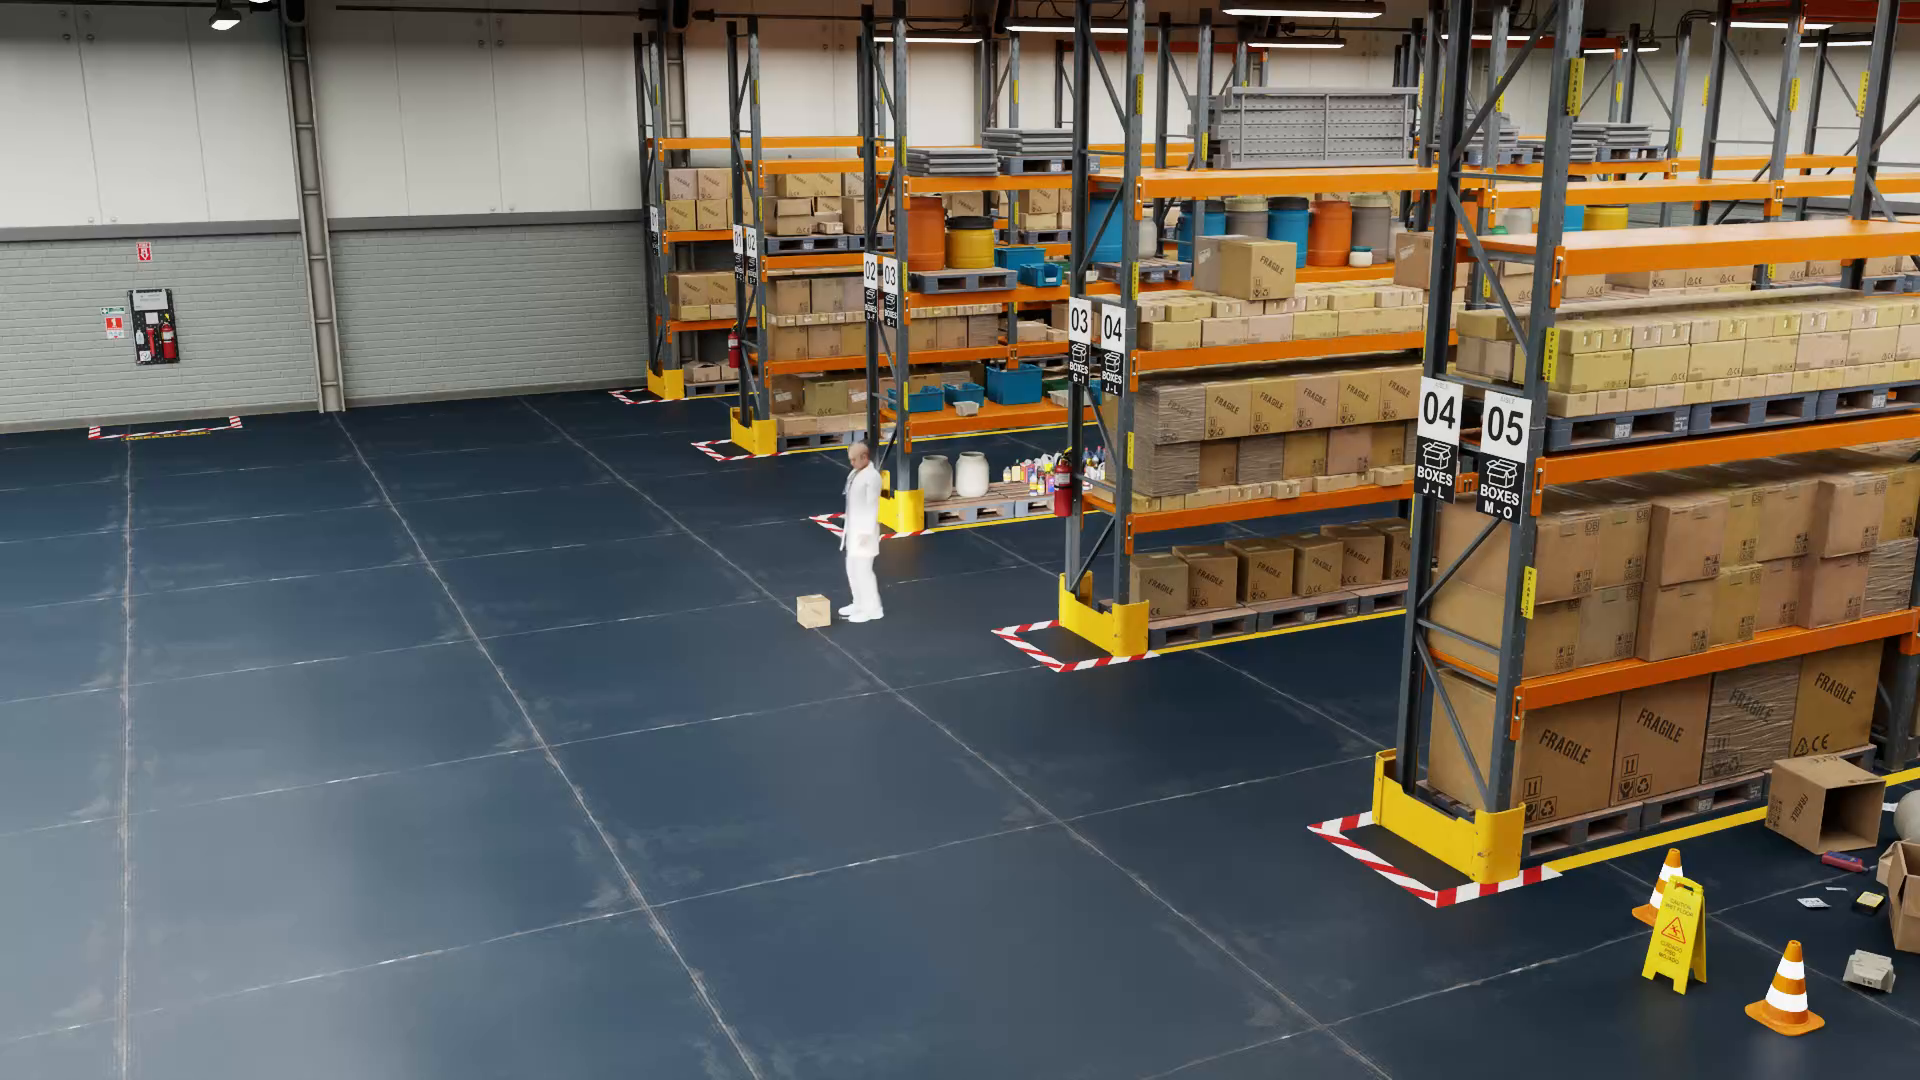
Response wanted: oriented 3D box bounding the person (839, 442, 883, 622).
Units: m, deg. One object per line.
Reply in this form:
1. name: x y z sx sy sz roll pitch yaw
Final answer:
1. person: -0.965 -0.085 16.264 0.381 1.769 0.565 -7 16 -24
